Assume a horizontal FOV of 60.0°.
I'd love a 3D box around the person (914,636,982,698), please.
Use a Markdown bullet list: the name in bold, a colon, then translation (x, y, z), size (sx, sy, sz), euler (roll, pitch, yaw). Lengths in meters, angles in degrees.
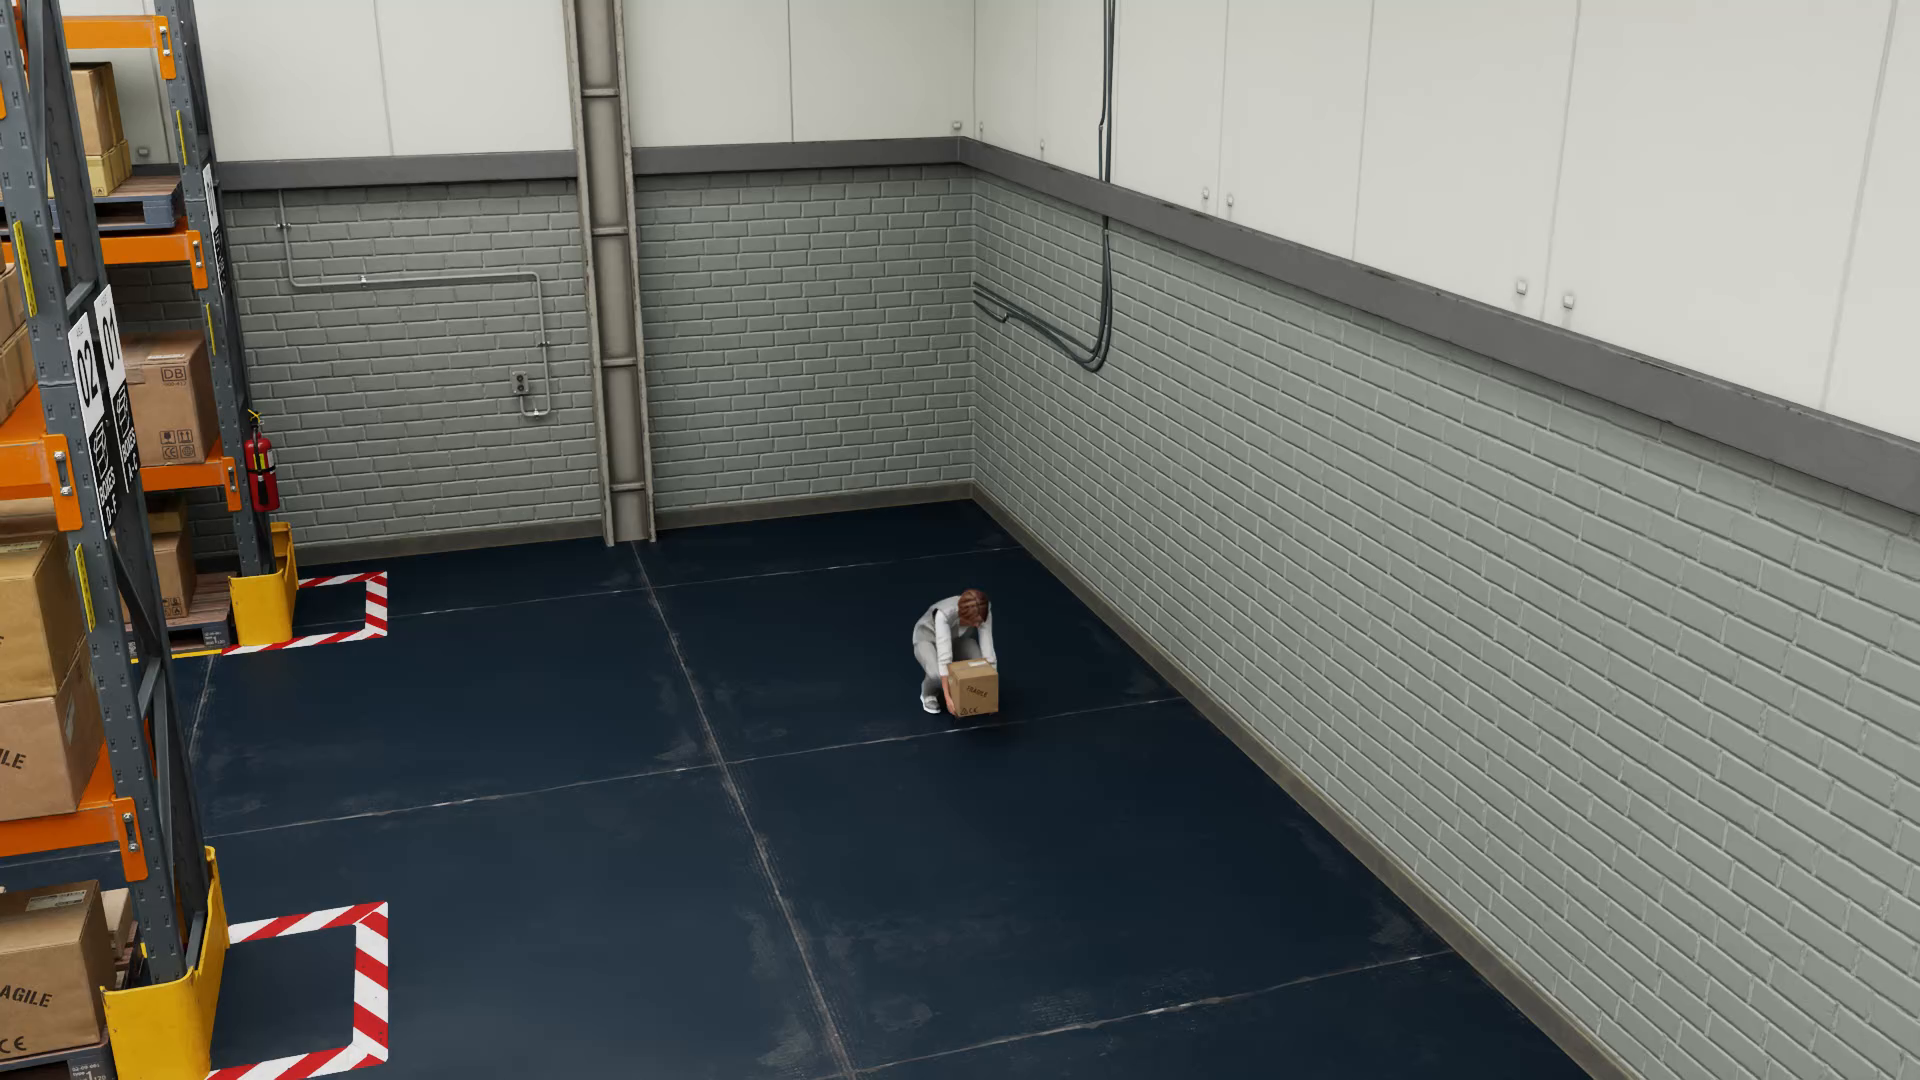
- **person**: translation (-0.067, 0.789, 10.422), size (0.425, 0.418, 0.522), euler (-7, 21, -18)
